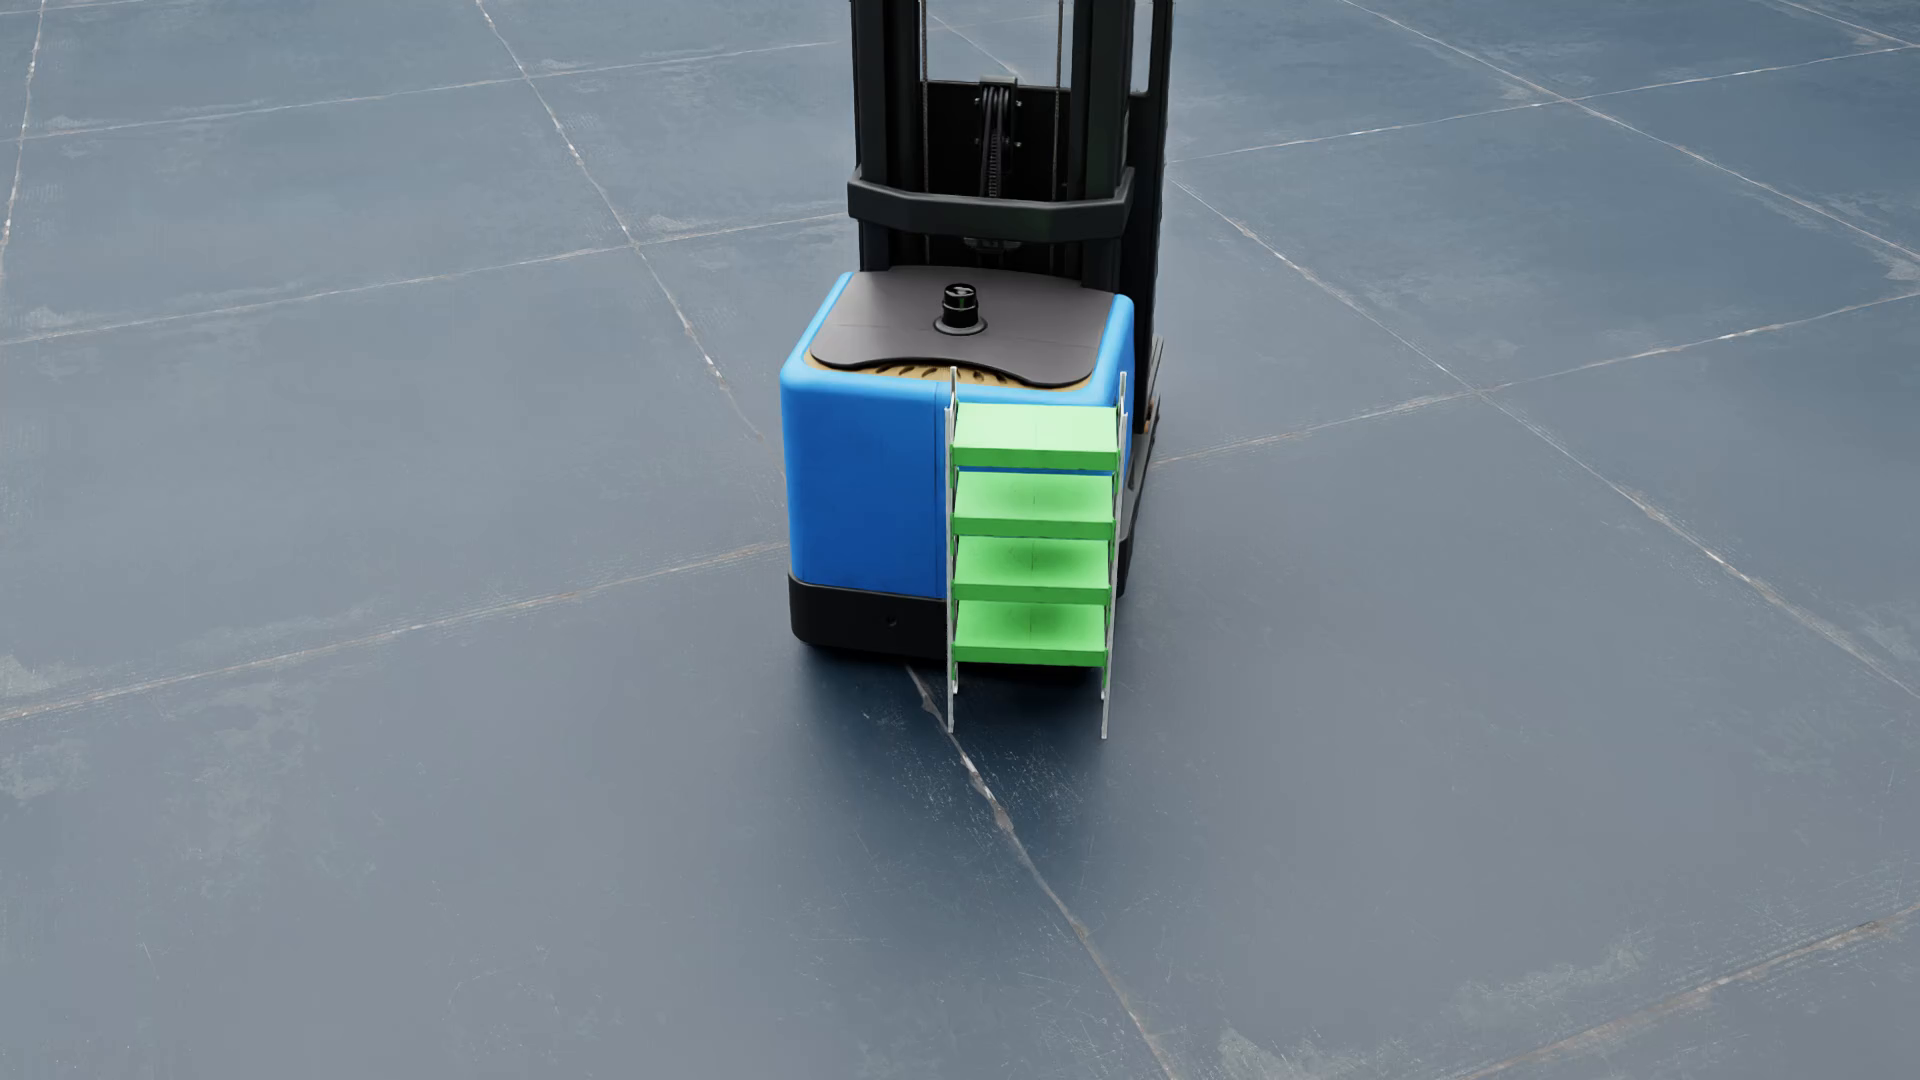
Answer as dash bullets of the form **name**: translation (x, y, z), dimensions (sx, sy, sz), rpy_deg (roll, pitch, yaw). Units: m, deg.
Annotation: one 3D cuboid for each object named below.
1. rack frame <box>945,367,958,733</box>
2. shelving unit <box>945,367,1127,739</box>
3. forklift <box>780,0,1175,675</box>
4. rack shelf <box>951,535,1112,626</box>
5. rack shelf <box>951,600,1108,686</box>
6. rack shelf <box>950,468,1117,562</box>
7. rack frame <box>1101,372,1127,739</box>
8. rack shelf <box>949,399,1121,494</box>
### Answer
- **rack frame**: translation (-0.024, 0.057, 5.051), dimensions (0.015, 1.200, 0.240), rpy_deg (2, 36, 3)
- **shelving unit**: translation (0.219, 0.066, 5.038), dimensions (0.503, 1.200, 0.258), rpy_deg (2, 36, 3)
- **forklift**: translation (0.221, -1.581, 5.993), dimensions (1.130, 2.935, 3.031), rpy_deg (6, 34, 9)
- **rack shelf**: translation (0.220, 0.118, 5.075), dimensions (0.480, 0.148, 0.258), rpy_deg (2, 36, 3)
- **rack shelf**: translation (0.220, 0.313, 5.215), dimensions (0.480, 0.148, 0.258), rpy_deg (2, 36, 3)
- **rack shelf**: translation (0.219, -0.077, 4.935), dimensions (0.480, 0.148, 0.258), rpy_deg (2, 36, 3)
- **rack frame**: translation (0.463, 0.074, 5.024), dimensions (0.015, 1.200, 0.240), rpy_deg (2, 36, 3)
- **rack shelf**: translation (0.218, -0.272, 4.795), dimensions (0.480, 0.148, 0.258), rpy_deg (2, 36, 3)
